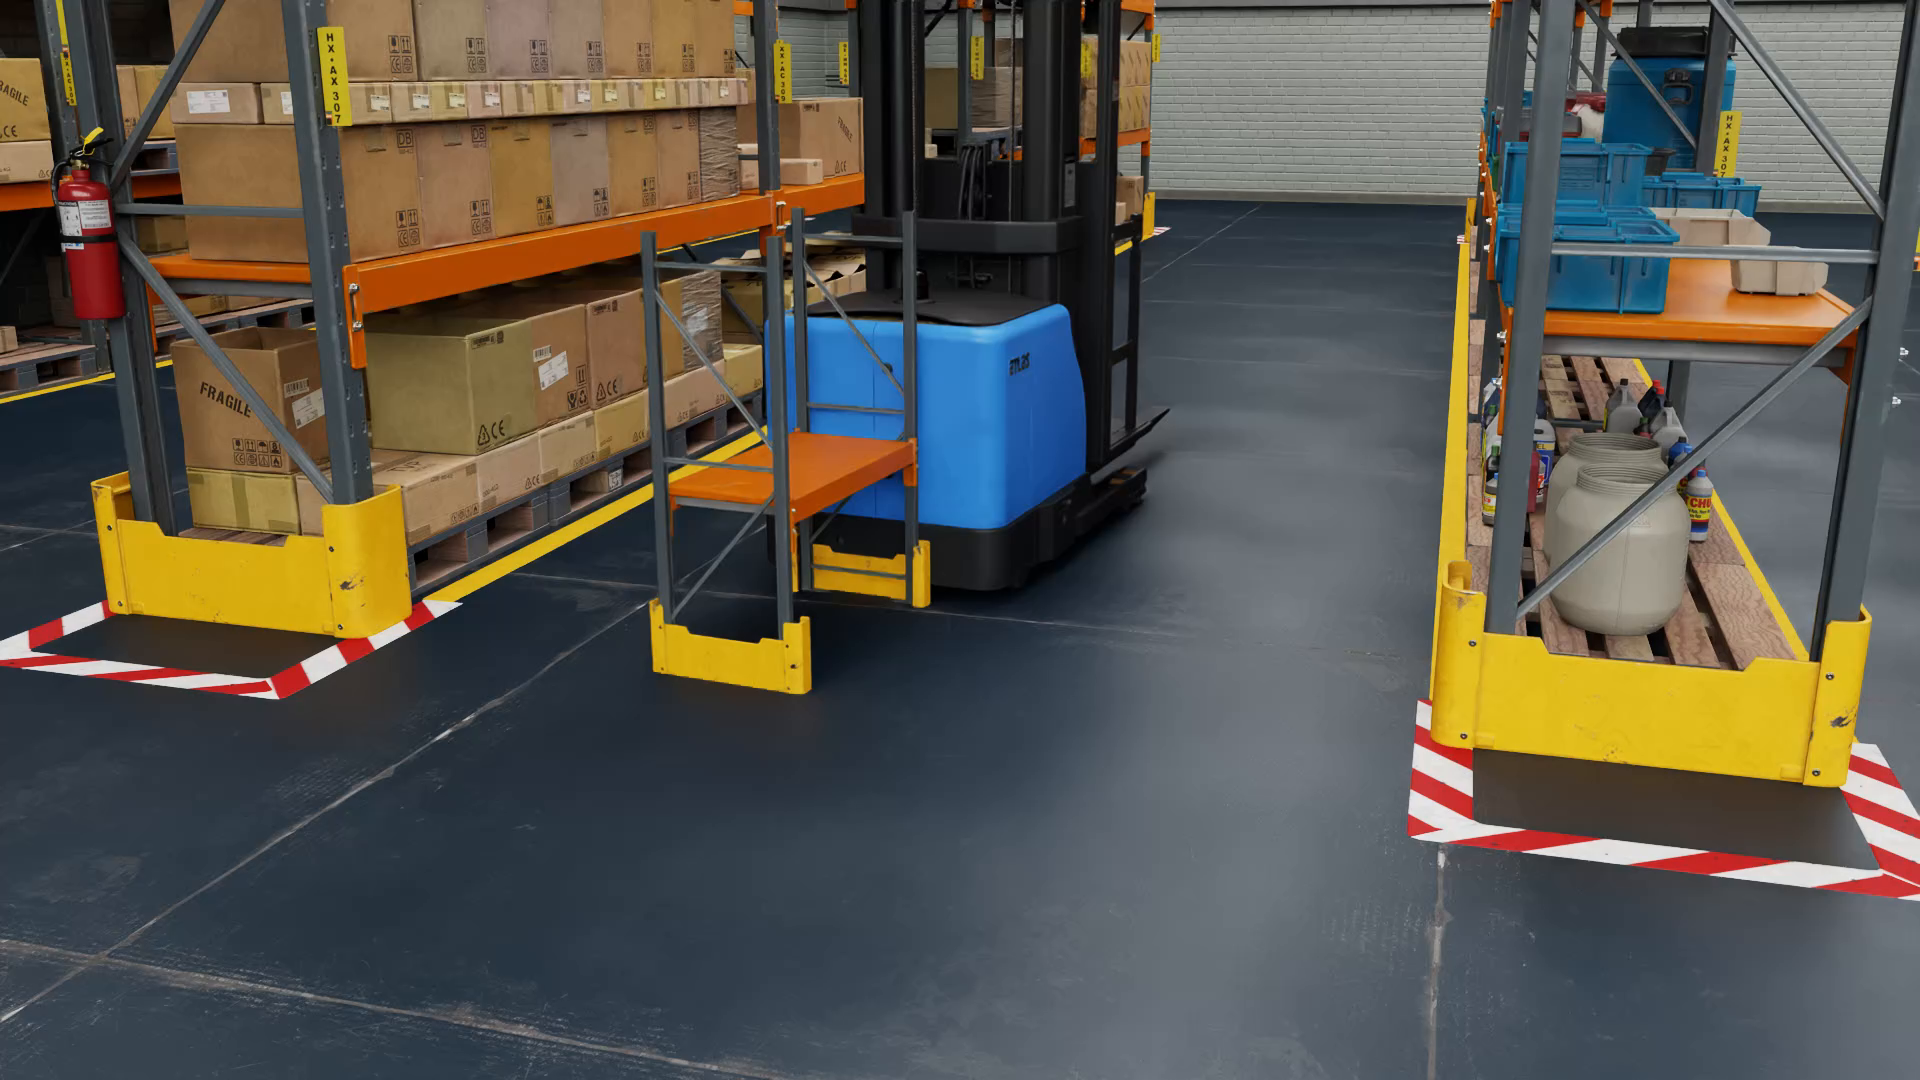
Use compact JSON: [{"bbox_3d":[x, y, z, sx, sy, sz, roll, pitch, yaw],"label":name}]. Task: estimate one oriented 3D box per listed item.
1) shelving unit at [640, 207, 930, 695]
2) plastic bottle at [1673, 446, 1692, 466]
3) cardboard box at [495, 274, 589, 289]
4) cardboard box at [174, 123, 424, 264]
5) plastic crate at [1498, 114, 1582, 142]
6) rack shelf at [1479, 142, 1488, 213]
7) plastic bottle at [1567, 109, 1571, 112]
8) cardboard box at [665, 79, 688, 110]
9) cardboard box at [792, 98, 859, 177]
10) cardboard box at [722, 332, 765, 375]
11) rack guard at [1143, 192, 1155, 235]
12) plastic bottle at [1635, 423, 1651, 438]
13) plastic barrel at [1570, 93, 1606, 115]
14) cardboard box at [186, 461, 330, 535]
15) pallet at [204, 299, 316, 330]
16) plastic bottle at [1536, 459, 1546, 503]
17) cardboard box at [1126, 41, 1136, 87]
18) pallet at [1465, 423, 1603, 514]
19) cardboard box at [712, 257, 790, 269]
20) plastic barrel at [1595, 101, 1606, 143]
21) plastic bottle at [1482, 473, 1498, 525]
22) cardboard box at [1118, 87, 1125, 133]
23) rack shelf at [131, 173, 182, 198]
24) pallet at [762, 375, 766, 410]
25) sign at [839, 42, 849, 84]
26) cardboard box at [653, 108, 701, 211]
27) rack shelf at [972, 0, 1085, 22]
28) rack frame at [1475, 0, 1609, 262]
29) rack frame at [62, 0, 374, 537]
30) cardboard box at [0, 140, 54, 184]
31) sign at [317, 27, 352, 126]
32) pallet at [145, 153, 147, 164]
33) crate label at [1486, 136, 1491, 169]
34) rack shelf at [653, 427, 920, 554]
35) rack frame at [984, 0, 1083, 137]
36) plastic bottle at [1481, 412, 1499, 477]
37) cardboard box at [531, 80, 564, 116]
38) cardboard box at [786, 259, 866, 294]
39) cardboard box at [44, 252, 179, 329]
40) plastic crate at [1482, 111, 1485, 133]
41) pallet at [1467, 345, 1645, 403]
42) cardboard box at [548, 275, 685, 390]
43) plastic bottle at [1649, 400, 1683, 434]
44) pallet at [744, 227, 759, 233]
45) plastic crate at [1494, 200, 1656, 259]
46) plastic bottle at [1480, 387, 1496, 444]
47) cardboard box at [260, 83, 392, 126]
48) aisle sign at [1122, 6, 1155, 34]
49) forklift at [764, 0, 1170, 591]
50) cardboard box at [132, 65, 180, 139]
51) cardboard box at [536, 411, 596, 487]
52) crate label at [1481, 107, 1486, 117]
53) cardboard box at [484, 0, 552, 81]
[{"bbox_3d":[-0.587,-0.371,5.890,0.587,1.500,1.083,6,17,22],"label":"shelving unit"},{"bbox_3d":[3.018,-0.255,6.926,0.097,0.271,0.097,0,16,0],"label":"plastic bottle"},{"bbox_3d":[-2.249,-1.103,8.617,0.500,0.500,0.500,5,16,16],"label":"cardboard box"},{"bbox_3d":[-2.525,-1.345,6.390,0.700,0.500,0.500,5,16,16],"label":"cardboard box"},{"bbox_3d":[3.059,-2.018,8.830,0.402,0.464,0.583,5,16,16],"label":"plastic crate"},{"bbox_3d":[4.920,-3.060,13.941,1.077,0.370,4.000,5,16,16],"label":"rack shelf"},{"bbox_3d":[5.403,-3.651,14.796,0.144,0.351,0.185,5,16,16],"label":"plastic bottle"},{"bbox_3d":[-1.623,-2.292,8.542,0.380,0.149,0.250,5,16,16],"label":"cardboard box"},{"bbox_3d":[-1.007,-2.738,11.304,0.500,0.500,0.500,5,16,16],"label":"cardboard box"},{"bbox_3d":[-1.181,-1.187,10.288,0.500,0.250,0.500,4,16,15],"label":"cardboard box"},{"bbox_3d":[1.855,-4.139,21.005,1.175,0.500,0.348,5,16,16],"label":"rack guard"},{"bbox_3d":[3.010,-0.382,7.351,0.061,0.283,0.133,5,16,16],"label":"plastic bottle"},{"bbox_3d":[4.510,-2.804,11.468,0.600,0.536,0.708,5,16,16],"label":"plastic barrel"},{"bbox_3d":[-2.801,-0.218,6.870,0.500,0.250,0.500,5,16,16],"label":"cardboard box"},{"bbox_3d":[-5.719,-1.788,13.245,1.003,0.211,1.213,5,16,16],"label":"pallet"},{"bbox_3d":[2.442,-0.265,7.090,0.097,0.201,0.097,0,16,0],"label":"plastic bottle"},{"bbox_3d":[1.729,-5.484,19.153,0.500,0.500,0.500,5,17,17],"label":"cardboard box"},{"bbox_3d":[2.984,-0.323,8.080,1.003,0.211,1.213,5,16,16],"label":"pallet"},{"bbox_3d":[-1.407,-1.766,11.300,0.500,0.311,0.500,5,16,16],"label":"cardboard box"},{"bbox_3d":[3.697,-2.135,9.112,0.433,0.535,0.433,0,16,0],"label":"plastic barrel"},{"bbox_3d":[2.180,-0.170,6.754,0.097,0.201,0.097,0,16,0],"label":"plastic bottle"},{"bbox_3d":[1.576,-4.873,18.830,0.500,0.500,0.500,4,16,15],"label":"cardboard box"},{"bbox_3d":[-5.715,-2.782,12.960,1.077,0.370,4.000,5,16,16],"label":"rack shelf"},{"bbox_3d":[-1.361,-1.076,10.736,1.003,0.211,1.213,5,16,16],"label":"pallet"},{"bbox_3d":[-0.919,-3.827,13.348,0.100,0.325,0.005,5,16,16],"label":"sign"},{"bbox_3d":[-1.797,-2.015,8.753,0.700,0.500,0.500,4,16,15],"label":"cardboard box"},{"bbox_3d":[0.172,-4.889,14.889,1.077,0.370,4.000,5,16,16],"label":"rack shelf"},{"bbox_3d":[5.488,-3.930,15.687,1.000,3.000,0.127,5,16,16],"label":"rack frame"},{"bbox_3d":[-2.670,-1.175,5.976,1.000,3.000,0.127,5,16,16],"label":"rack frame"},{"bbox_3d":[-6.128,-2.395,10.515,0.500,0.250,0.500,5,16,16],"label":"cardboard box"},{"bbox_3d":[-2.139,-1.585,5.690,0.100,0.325,0.005,5,16,16],"label":"sign"},{"bbox_3d":[-5.670,-3.038,12.895,1.003,0.211,1.213,5,16,16],"label":"pallet"},{"bbox_3d":[3.873,-2.722,11.734,0.303,0.233,0.416,5,16,16],"label":"crate label"},{"bbox_3d":[-0.590,-0.196,5.931,0.538,0.185,1.000,6,17,22],"label":"rack shelf"},{"bbox_3d":[0.740,-4.315,17.045,1.000,3.000,0.127,5,16,16],"label":"rack frame"},{"bbox_3d":[2.413,-0.434,7.412,0.144,0.351,0.185,4,16,15],"label":"plastic bottle"},{"bbox_3d":[-1.988,-1.959,7.366,0.380,0.149,0.250,4,16,15],"label":"cardboard box"},{"bbox_3d":[-0.884,-1.726,11.158,0.500,0.311,0.500,4,16,14],"label":"cardboard box"},{"bbox_3d":[-6.090,-1.808,11.981,0.700,0.500,0.500,5,17,18],"label":"cardboard box"},{"bbox_3d":[5.780,-4.463,17.762,0.416,0.233,0.300,5,16,16],"label":"plastic crate"},{"bbox_3d":[3.746,-1.024,10.552,1.003,0.211,1.213,5,16,16],"label":"pallet"},{"bbox_3d":[-1.747,-1.063,8.474,0.500,0.500,0.500,5,16,16],"label":"cardboard box"},{"bbox_3d":[3.162,-0.448,7.462,0.144,0.351,0.185,5,16,16],"label":"plastic bottle"},{"bbox_3d":[-3.026,-4.188,21.707,1.003,0.211,1.213,5,16,16],"label":"pallet"},{"bbox_3d":[2.124,-1.042,5.780,0.499,0.251,0.408,5,16,16],"label":"plastic crate"},{"bbox_3d":[2.638,-0.602,8.140,0.152,0.276,0.135,5,17,18],"label":"plastic bottle"},{"bbox_3d":[-2.352,-1.621,6.177,0.380,0.149,0.250,5,16,15],"label":"cardboard box"},{"bbox_3d":[2.190,-6.606,20.359,0.394,0.787,0.004,5,16,16],"label":"aisle sign"},{"bbox_3d":[0.249,-1.573,7.504,1.130,2.935,3.031,6,17,22],"label":"forklift"},{"bbox_3d":[-5.941,-3.141,11.917,0.700,0.500,0.500,6,17,22],"label":"cardboard box"},{"bbox_3d":[-2.023,-0.439,7.651,0.500,0.250,0.500,5,16,16],"label":"cardboard box"},{"bbox_3d":[6.239,-4.886,19.254,0.416,0.233,0.303,5,16,16],"label":"crate label"},{"bbox_3d":[-2.223,-2.253,7.213,0.700,0.500,0.500,5,16,16],"label":"cardboard box"}]
